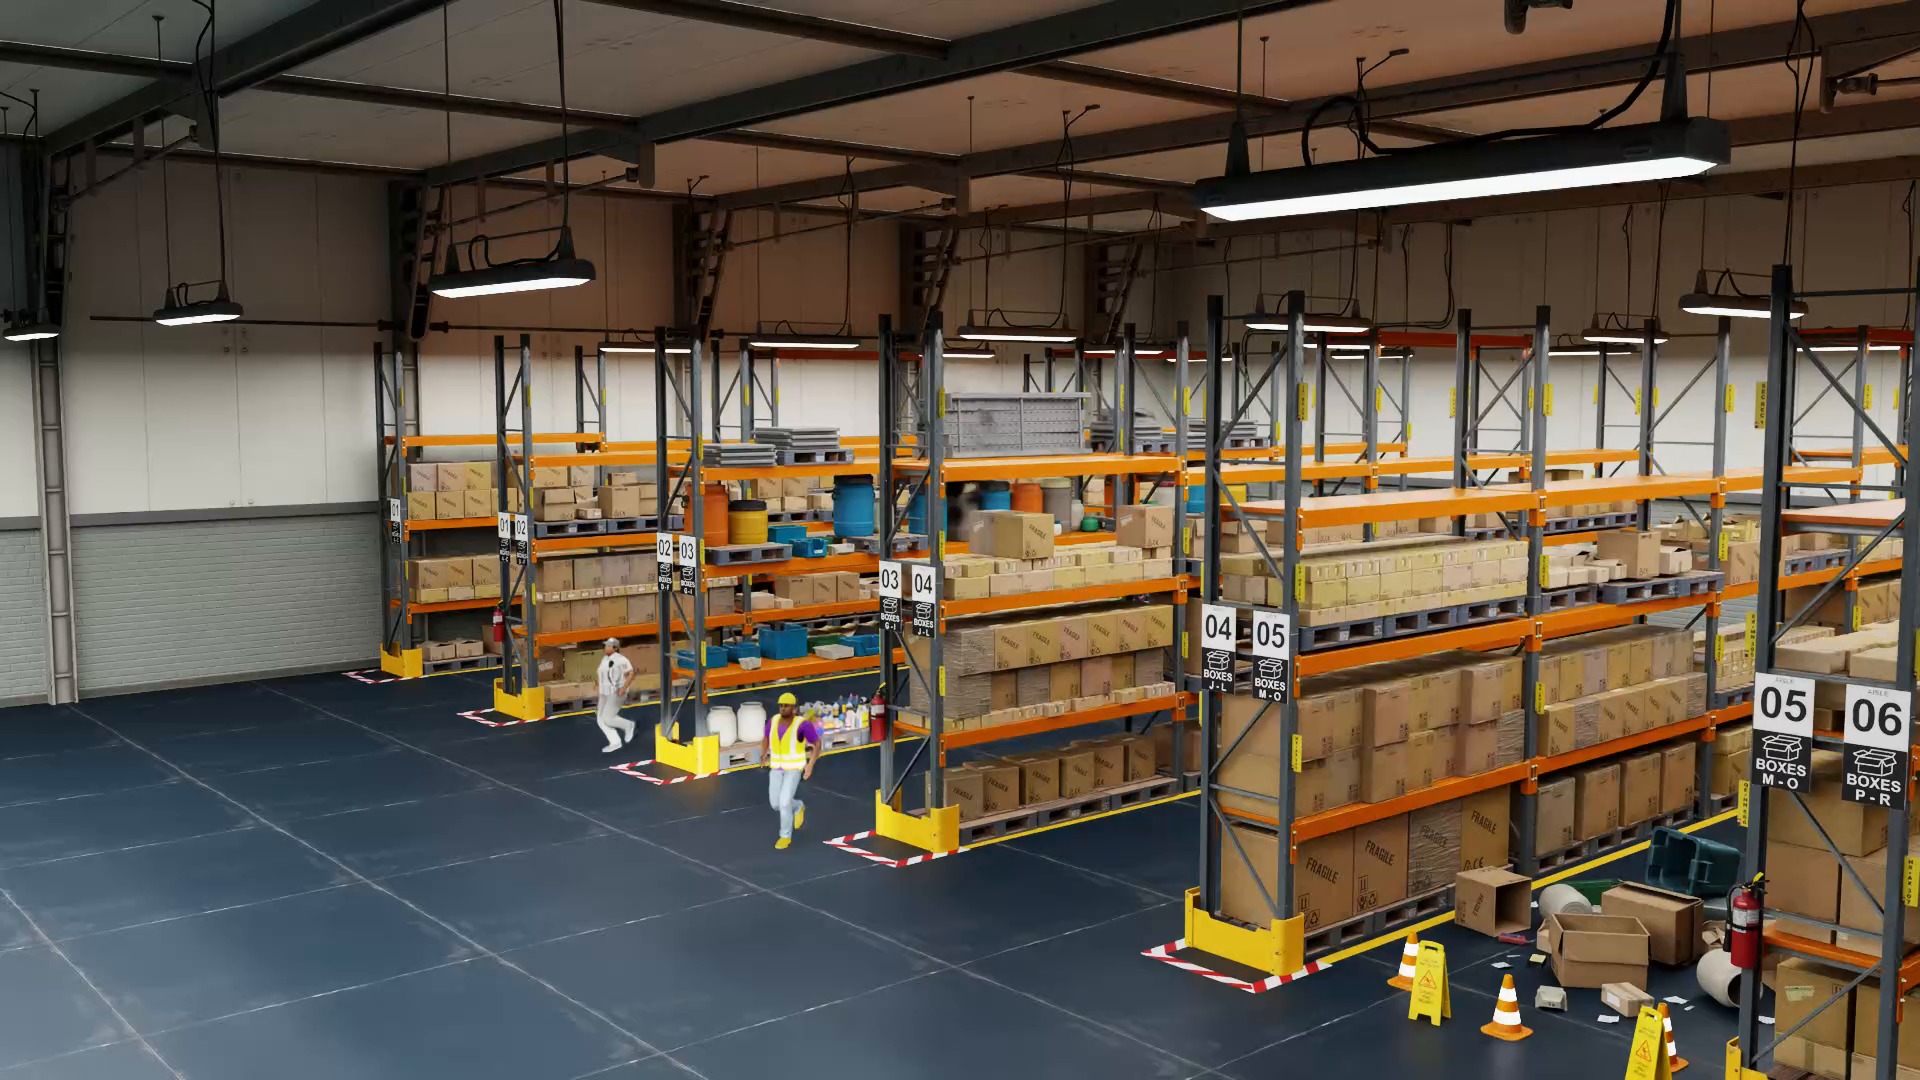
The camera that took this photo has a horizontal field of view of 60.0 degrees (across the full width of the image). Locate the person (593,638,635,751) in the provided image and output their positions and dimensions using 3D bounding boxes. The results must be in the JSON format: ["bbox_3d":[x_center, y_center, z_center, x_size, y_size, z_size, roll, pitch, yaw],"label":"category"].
[{"bbox_3d":[-4.957,2.204,23.745,0.662,1.631,0.536,5,7,42],"label":"person"}]

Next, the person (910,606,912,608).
[{"bbox_3d":[-0.885,1.286,33.381,0.600,1.657,0.566,5,7,43],"label":"person"}]

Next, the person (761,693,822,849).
[{"bbox_3d":[-1.945,2.592,18.937,0.738,1.738,0.664,3,6,27],"label":"person"}]
